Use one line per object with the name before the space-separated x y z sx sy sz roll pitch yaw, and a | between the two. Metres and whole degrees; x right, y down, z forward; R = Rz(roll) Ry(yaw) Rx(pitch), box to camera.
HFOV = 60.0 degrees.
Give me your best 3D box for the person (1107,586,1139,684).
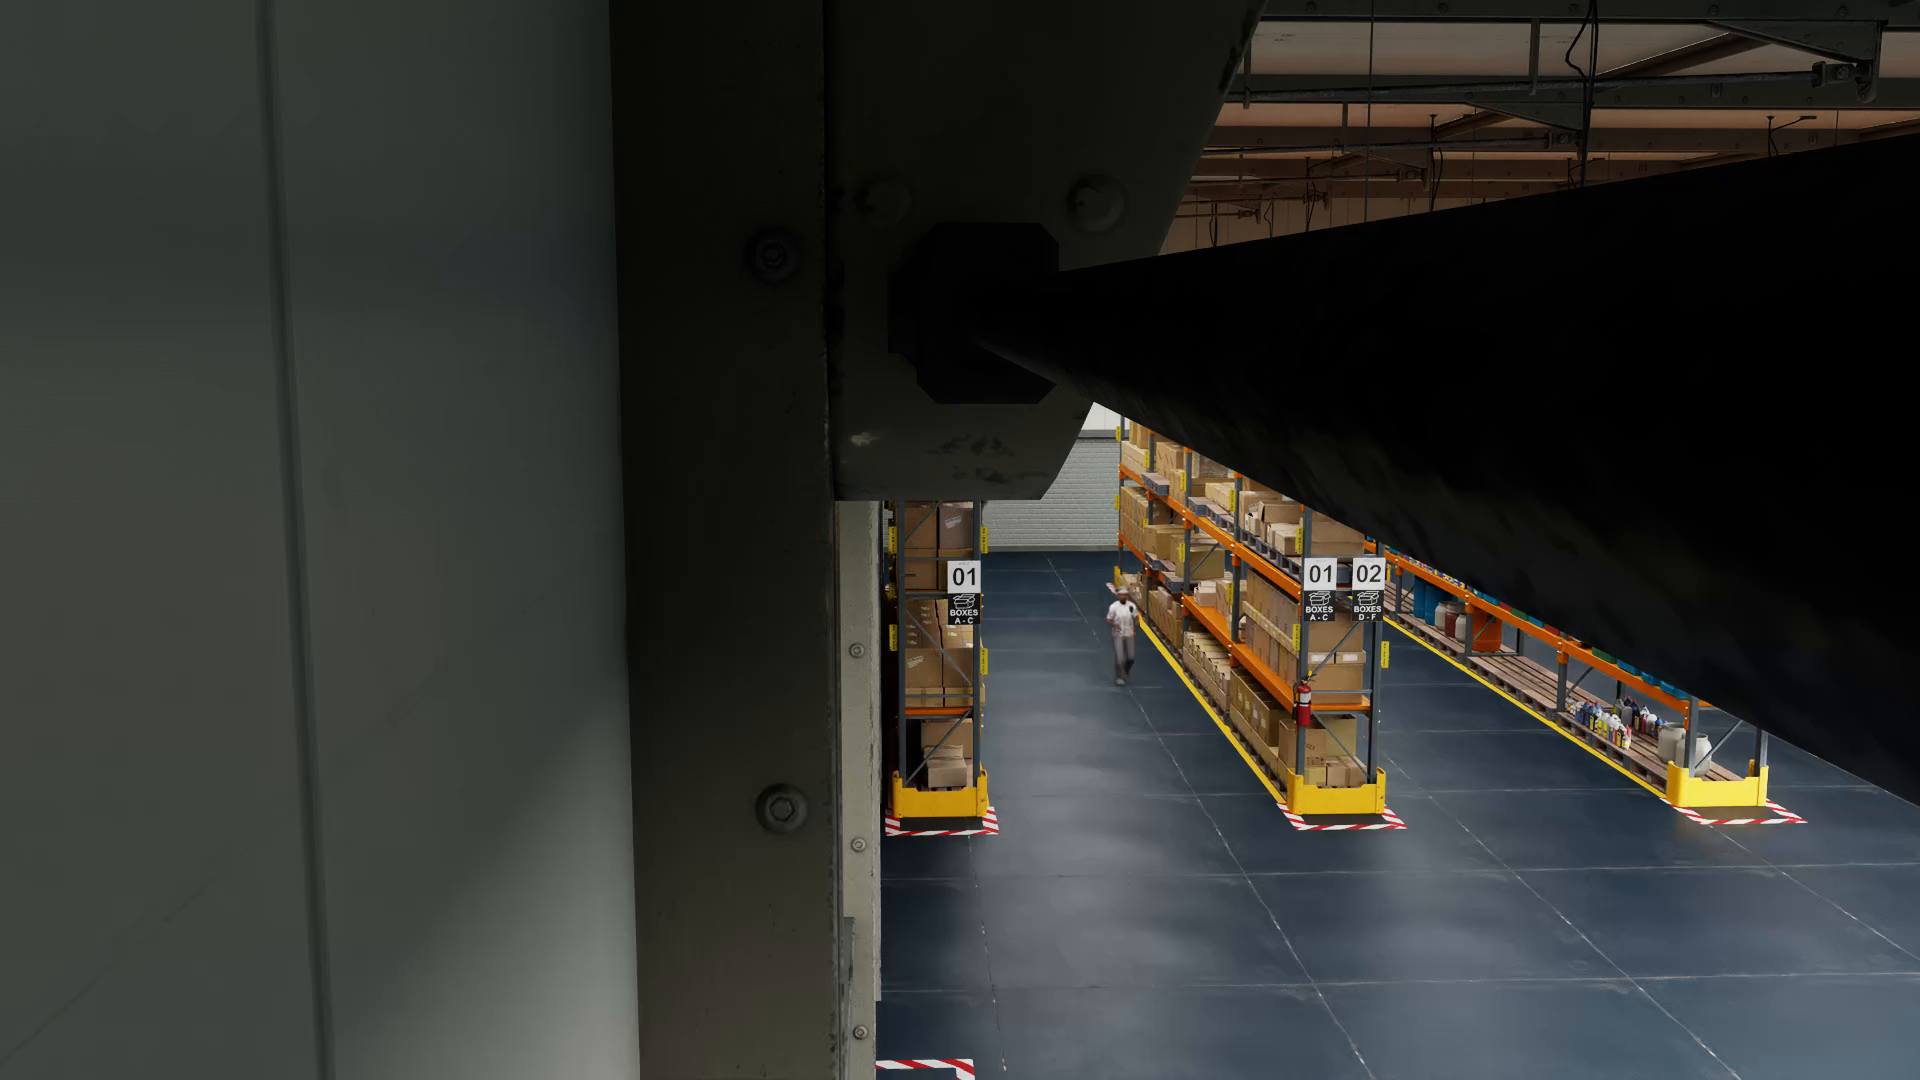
person | 2.698 1.579 27.302 0.563 1.663 0.572 -1 8 -5
